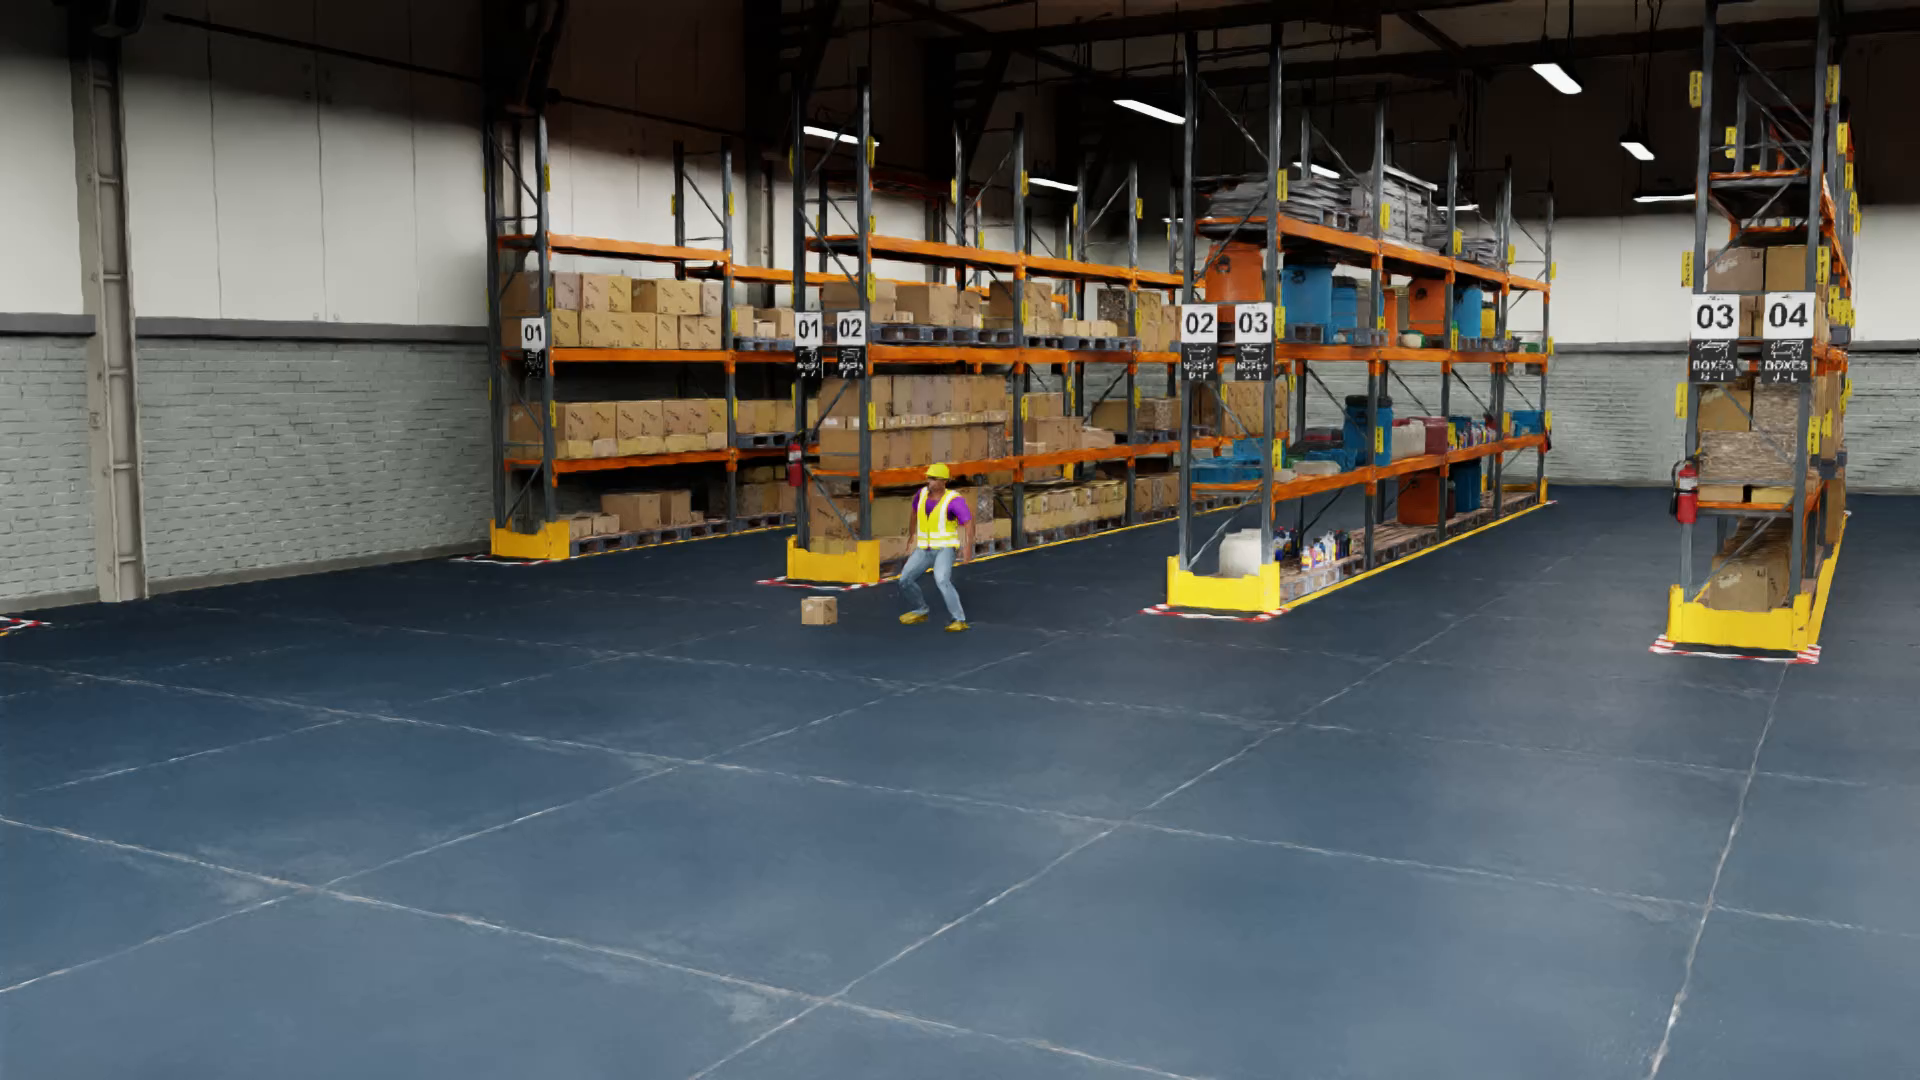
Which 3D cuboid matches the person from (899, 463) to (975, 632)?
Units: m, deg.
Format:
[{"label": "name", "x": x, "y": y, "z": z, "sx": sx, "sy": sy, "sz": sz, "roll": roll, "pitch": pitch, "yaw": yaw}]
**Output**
[{"label": "person", "x": -0.246, "y": 0.049, "z": 16.300, "sx": 0.894, "sy": 1.620, "sz": 0.545, "roll": 5, "pitch": 7, "yaw": 38}]
